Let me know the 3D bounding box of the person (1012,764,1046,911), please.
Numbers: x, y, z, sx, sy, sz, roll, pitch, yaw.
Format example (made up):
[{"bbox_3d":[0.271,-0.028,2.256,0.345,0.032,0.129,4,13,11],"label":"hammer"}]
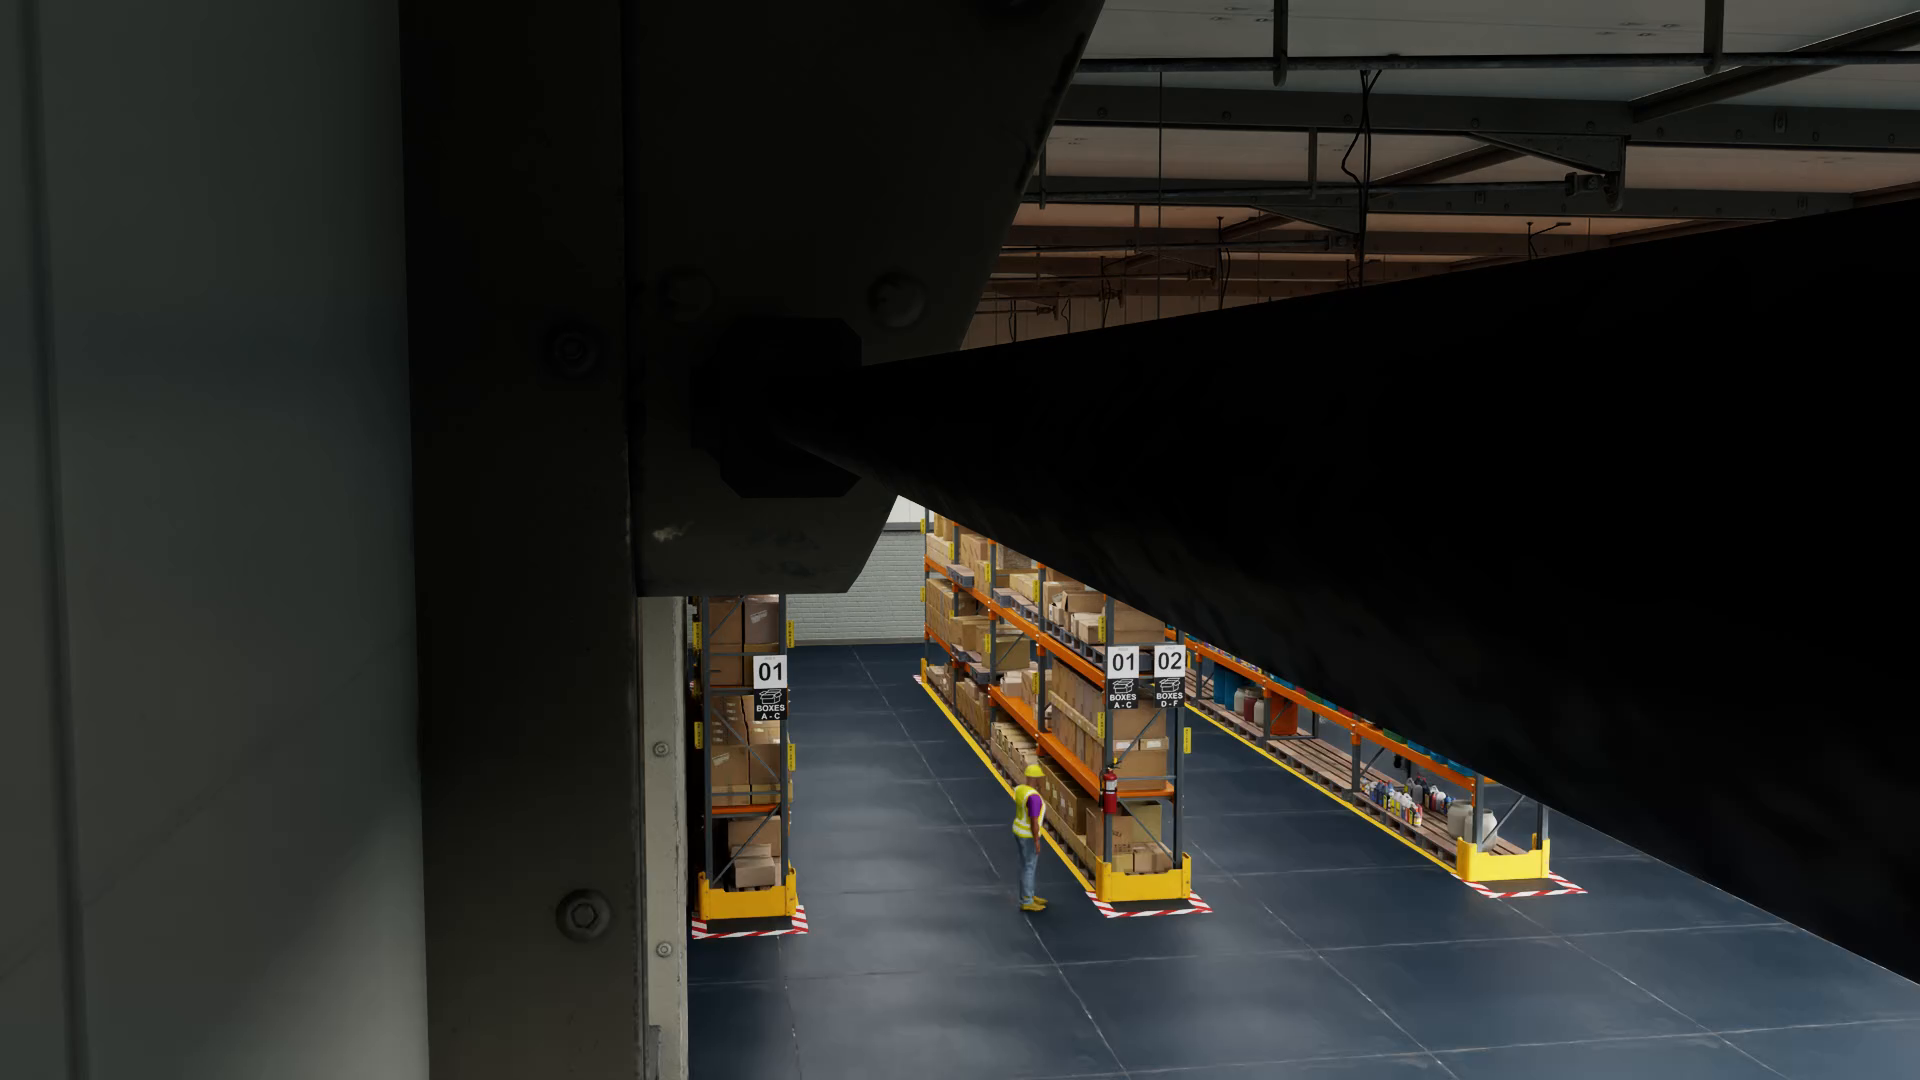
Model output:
[{"bbox_3d":[0.869,3.644,20.490,0.411,1.783,0.603,-2,5,-17],"label":"person"}]

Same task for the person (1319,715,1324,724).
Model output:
[{"bbox_3d":[6.887,2.713,32.106,0.471,1.606,0.457,-3,6,-34],"label":"person"}]

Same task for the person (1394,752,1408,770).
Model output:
[{"bbox_3d":[7.551,3.002,27.929,0.503,1.713,0.481,3,6,33],"label":"person"}]
